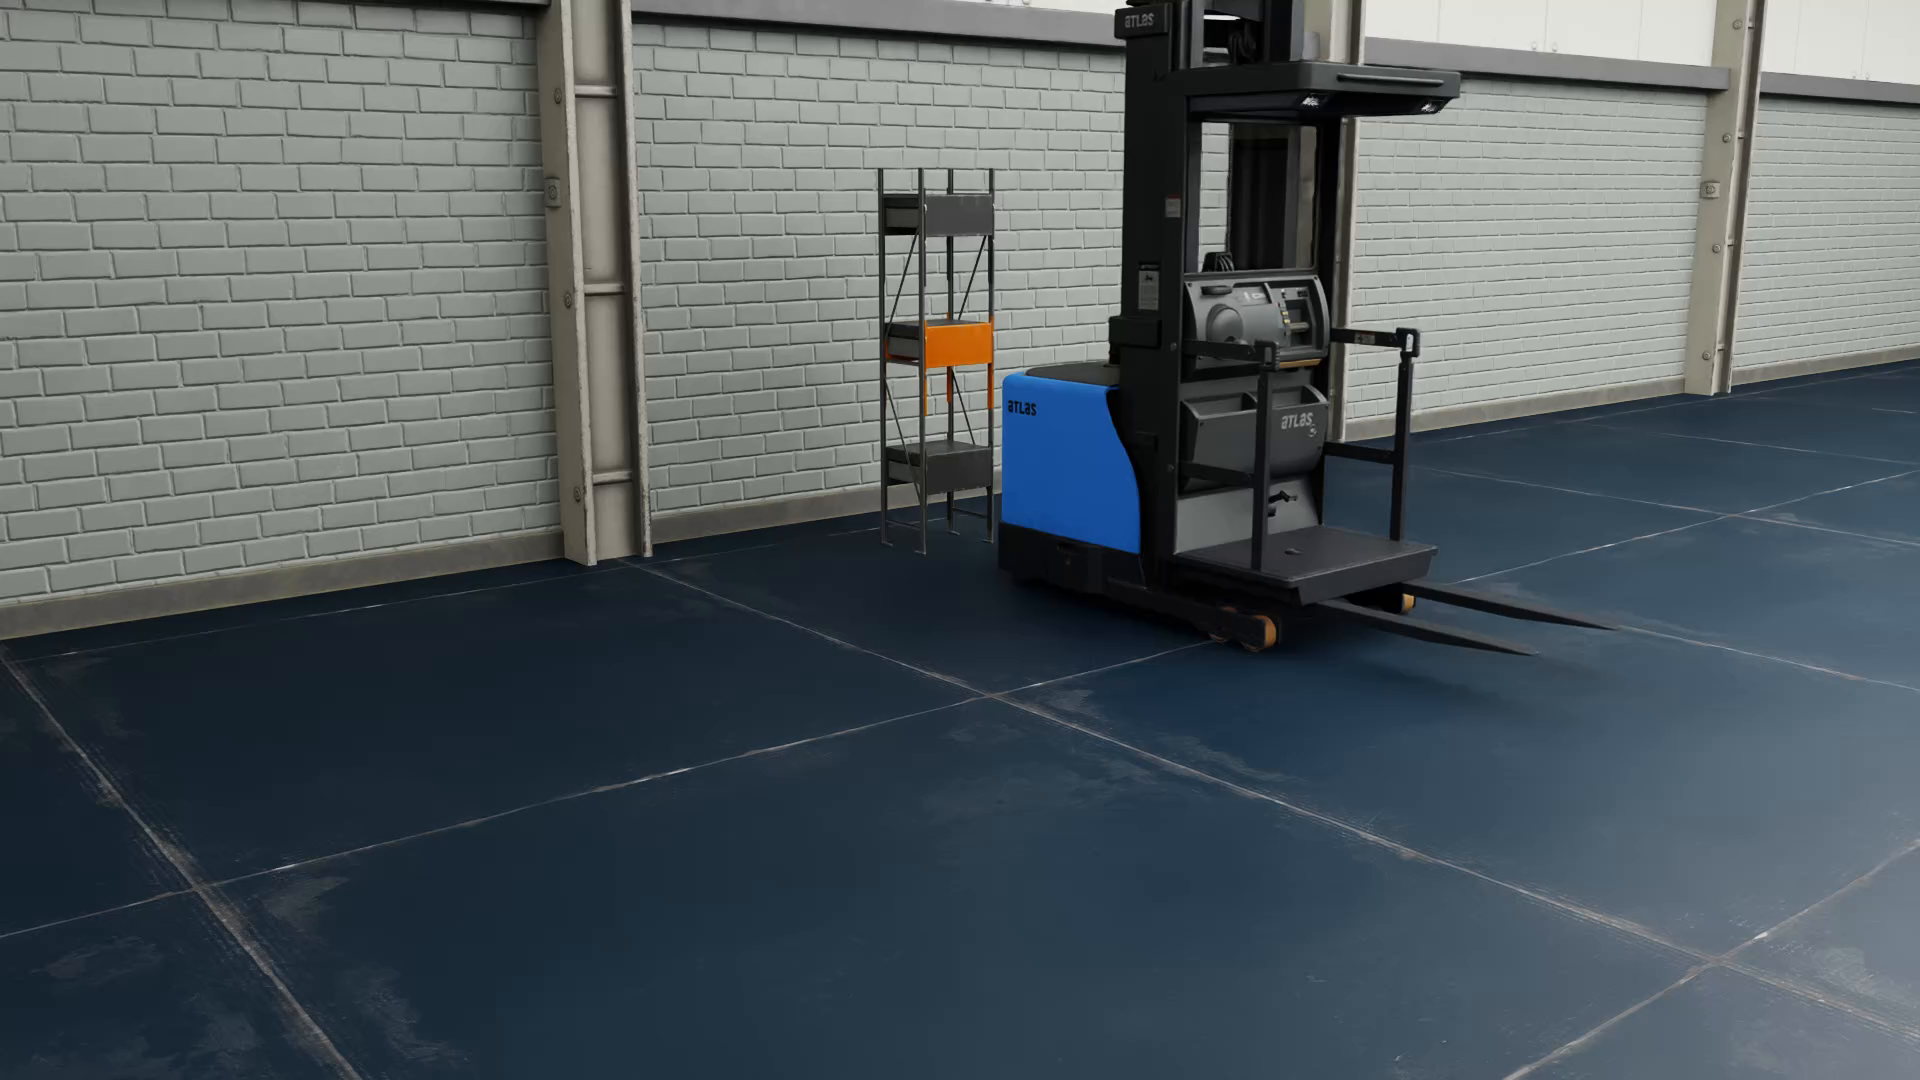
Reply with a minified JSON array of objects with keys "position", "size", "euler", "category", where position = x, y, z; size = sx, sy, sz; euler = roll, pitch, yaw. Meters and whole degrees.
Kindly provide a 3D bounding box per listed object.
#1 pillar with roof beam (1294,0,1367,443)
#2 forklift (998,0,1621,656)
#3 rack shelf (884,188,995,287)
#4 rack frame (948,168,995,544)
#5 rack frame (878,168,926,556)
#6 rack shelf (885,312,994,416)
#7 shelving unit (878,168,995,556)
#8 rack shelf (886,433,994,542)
[{"position":[5.423,-4.393,8.654],"size":[0.400,9.000,9.100],"euler":[-9,15,-38],"category":"pillar with roof beam"},{"position":[1.519,-1.057,7.552],"size":[1.130,2.935,3.031],"euler":[-10,15,-38],"category":"forklift"},{"position":[-0.129,-1.677,9.167],"size":[0.480,0.518,0.431],"euler":[-9,15,-38],"category":"rack shelf"},{"position":[0.061,-1.037,9.459],"size":[0.015,2.100,0.400],"euler":[-9,15,-38],"category":"rack frame"},{"position":[-0.320,-0.974,9.160],"size":[0.015,2.100,0.400],"euler":[-9,15,-38],"category":"rack frame"},{"position":[-0.129,-0.992,9.312],"size":[0.480,0.518,0.431],"euler":[-9,15,-38],"category":"rack shelf"},{"position":[-0.129,-1.006,9.309],"size":[0.503,2.100,0.431],"euler":[-9,15,-38],"category":"shelving unit"},{"position":[-0.129,-0.308,9.458],"size":[0.480,0.518,0.431],"euler":[-9,15,-38],"category":"rack shelf"}]
